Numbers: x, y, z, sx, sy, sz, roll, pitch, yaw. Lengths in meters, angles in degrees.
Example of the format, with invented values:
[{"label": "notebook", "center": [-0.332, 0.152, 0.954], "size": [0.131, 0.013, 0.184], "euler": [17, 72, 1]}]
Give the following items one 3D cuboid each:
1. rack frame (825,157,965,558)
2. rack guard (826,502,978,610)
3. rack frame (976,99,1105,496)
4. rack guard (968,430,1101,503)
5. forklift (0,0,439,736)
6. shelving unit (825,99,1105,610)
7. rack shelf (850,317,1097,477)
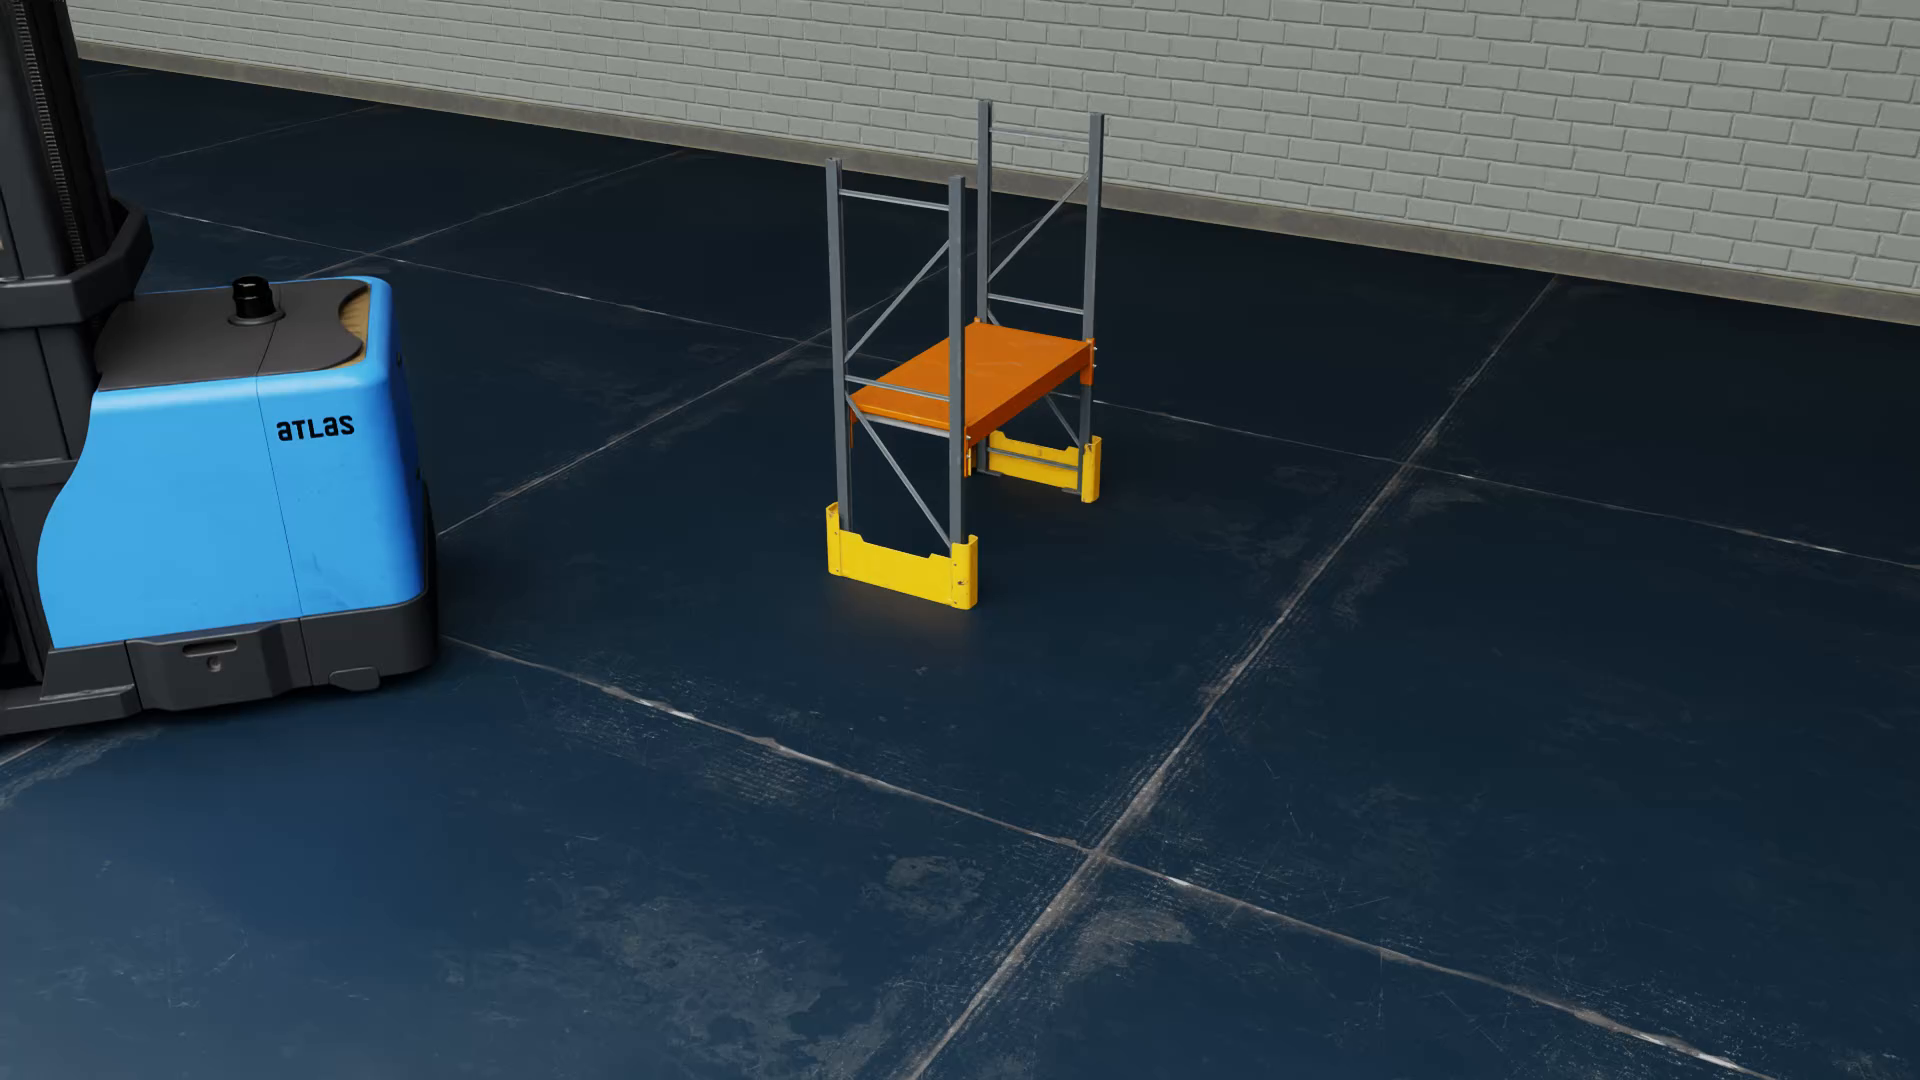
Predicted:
[{"label": "rack frame", "center": [-0.208, -0.506, 5.585], "size": [0.500, 1.500, 0.032], "euler": [14, 30, 26]}, {"label": "rack guard", "center": [-0.207, 0.053, 5.866], "size": [0.587, 0.250, 0.087], "euler": [14, 30, 26]}, {"label": "rack frame", "center": [0.292, -0.902, 6.376], "size": [0.500, 1.500, 0.032], "euler": [14, 30, 26]}, {"label": "rack guard", "center": [0.282, -0.336, 6.641], "size": [0.587, 0.250, 0.087], "euler": [14, 30, 26]}, {"label": "forklift", "center": [-3.253, -0.873, 4.719], "size": [3.031, 2.935, 1.130], "euler": [-8, 28, -15]}, {"label": "shelving unit", "center": [0.038, -0.700, 5.974], "size": [0.587, 1.500, 1.083], "euler": [14, 30, 26]}, {"label": "rack shelf", "center": [0.042, -0.543, 6.061], "size": [0.538, 0.185, 1.000], "euler": [14, 30, 26]}]
